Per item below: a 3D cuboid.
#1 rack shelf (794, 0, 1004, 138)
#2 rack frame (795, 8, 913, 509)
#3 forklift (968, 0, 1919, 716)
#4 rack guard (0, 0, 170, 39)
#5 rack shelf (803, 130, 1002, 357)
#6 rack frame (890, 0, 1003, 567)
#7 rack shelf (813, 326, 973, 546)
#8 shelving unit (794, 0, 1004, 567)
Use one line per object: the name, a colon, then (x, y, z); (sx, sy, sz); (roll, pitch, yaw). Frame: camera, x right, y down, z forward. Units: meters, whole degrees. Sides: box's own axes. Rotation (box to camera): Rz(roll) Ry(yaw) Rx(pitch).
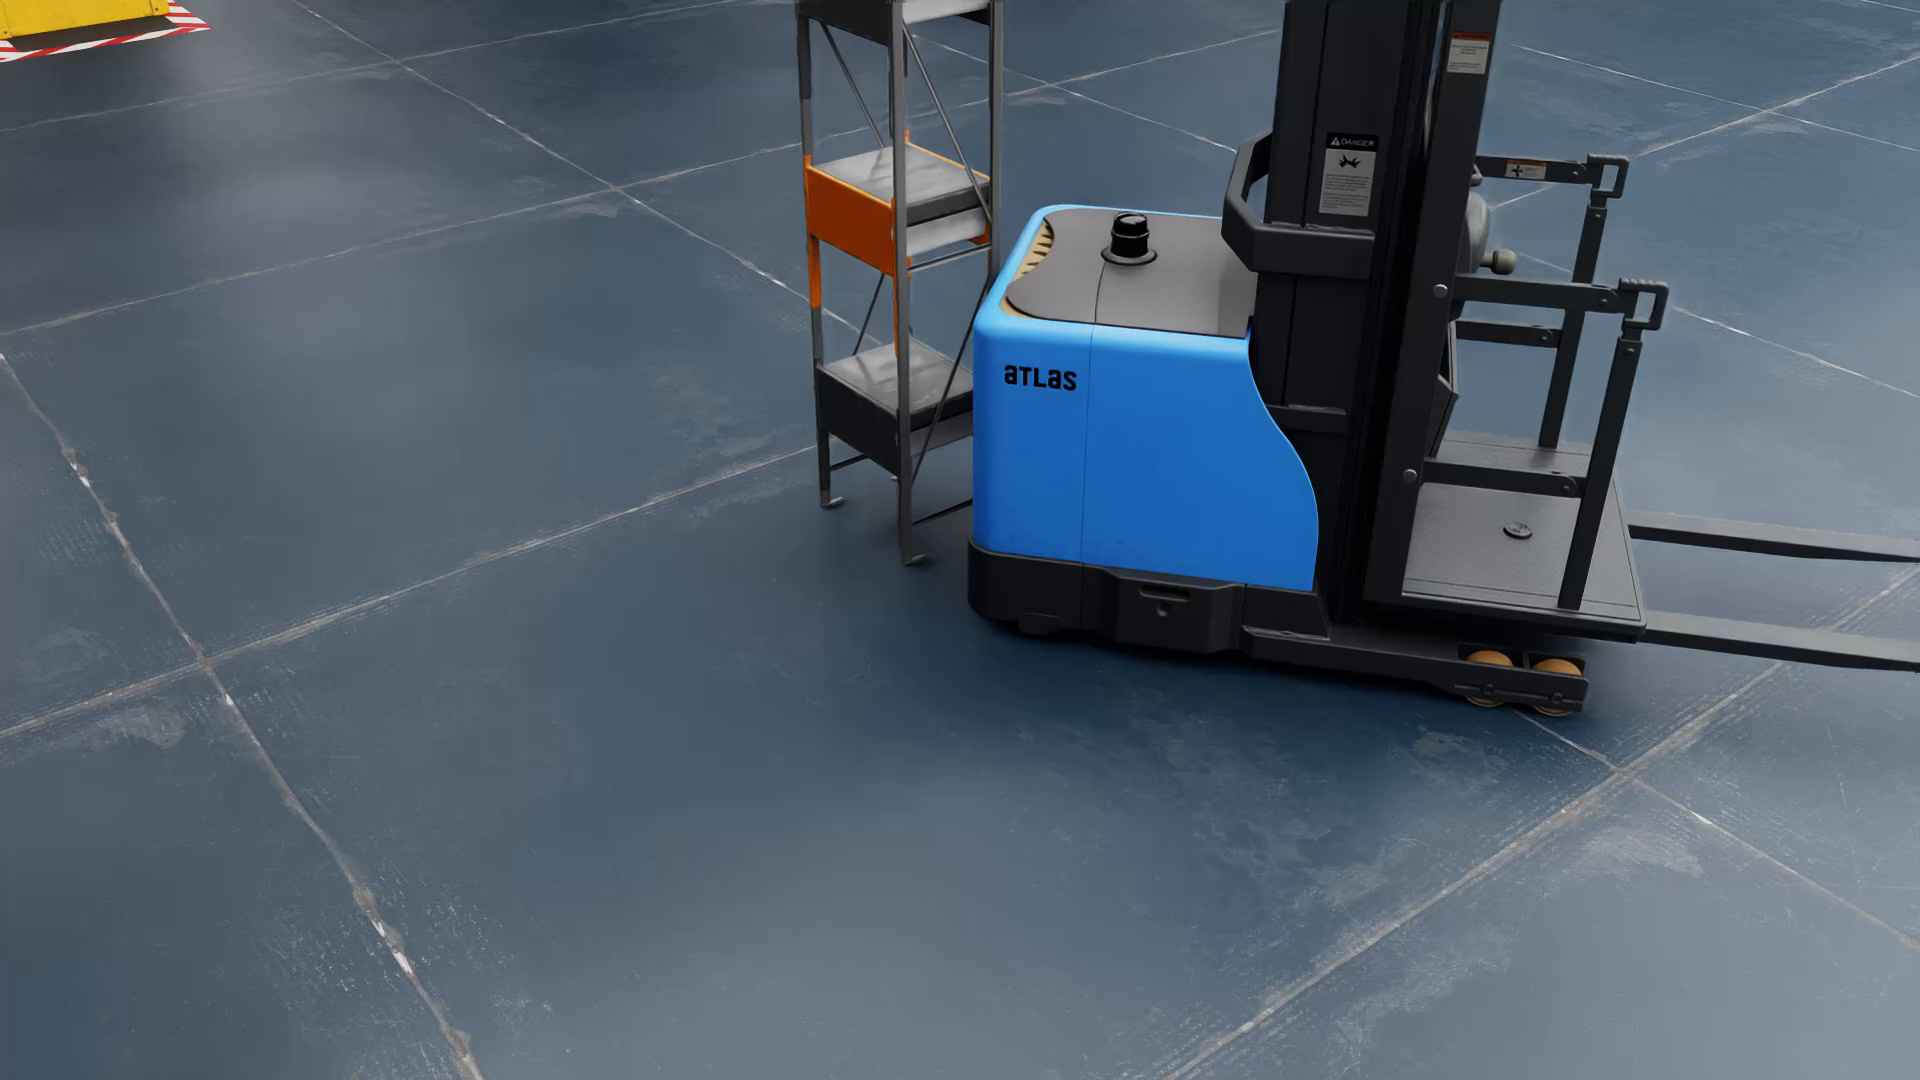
rack shelf: (-0.185, -1.554, 4.960); (0.431, 0.518, 0.480); (-23, 38, -32)
rack frame: (-0.336, -1.072, 5.485); (0.400, 2.100, 0.015); (-23, 38, -32)
forklift: (1.598, -1.034, 4.638); (3.031, 2.935, 1.130); (7, 33, 11)
rack guard: (-6.129, -3.817, 11.421); (1.175, 0.500, 0.348); (-22, 38, -31)
rack shelf: (-0.185, -0.959, 5.330); (0.431, 0.518, 0.480); (-23, 38, -32)
rack frame: (-0.035, -0.869, 5.159); (0.400, 2.100, 0.015); (-23, 38, -32)
rack shelf: (-0.185, -0.364, 5.699); (0.431, 0.518, 0.480); (-23, 38, -32)
shelving unit: (-0.185, -0.970, 5.322); (0.431, 2.100, 0.503); (-23, 38, -32)
